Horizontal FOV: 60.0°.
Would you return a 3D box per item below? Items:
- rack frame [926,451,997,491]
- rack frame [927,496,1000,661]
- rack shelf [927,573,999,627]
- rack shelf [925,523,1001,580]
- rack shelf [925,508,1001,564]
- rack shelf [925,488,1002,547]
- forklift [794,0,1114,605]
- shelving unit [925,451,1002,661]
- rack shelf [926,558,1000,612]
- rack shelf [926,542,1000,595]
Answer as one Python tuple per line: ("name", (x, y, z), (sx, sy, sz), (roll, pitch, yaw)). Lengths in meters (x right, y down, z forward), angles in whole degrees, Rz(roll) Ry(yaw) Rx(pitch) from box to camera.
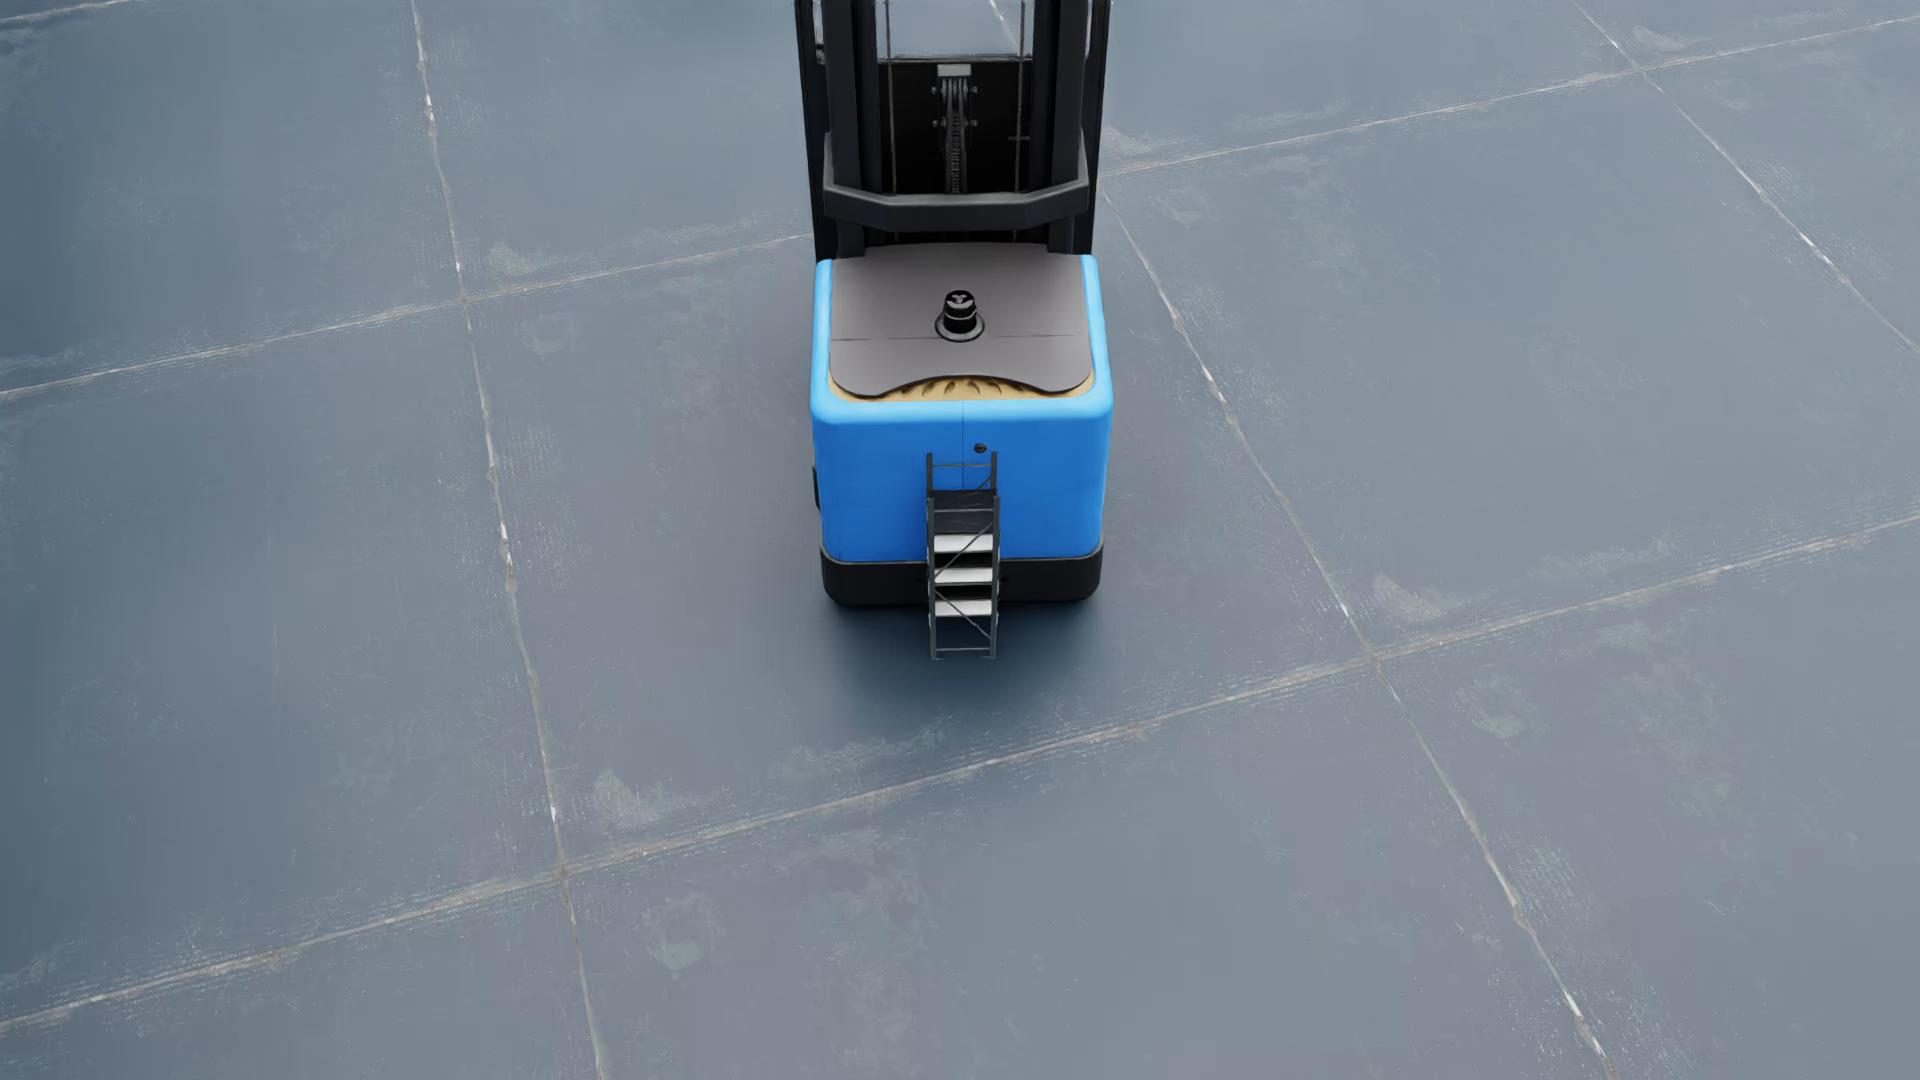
("rack frame", (0.006, -0.004, 5.954), (0.240, 0.900, 0.006), (-1, 50, -1))
("rack frame", (0.012, 0.152, 5.823), (0.240, 0.900, 0.006), (-1, 50, -1))
("rack shelf", (0.009, 0.211, 6.052), (0.258, 0.077, 0.200), (-1, 50, -1))
("rack shelf", (0.009, 0.037, 5.846), (0.258, 0.077, 0.200), (-1, 50, -1))
("rack shelf", (0.009, -0.021, 5.777), (0.258, 0.077, 0.200), (-1, 50, -1))
("rack shelf", (0.009, -0.079, 5.708), (0.258, 0.077, 0.200), (-1, 50, -1))
("forklift", (-0.033, -1.821, 6.158), (1.130, 2.935, 3.031), (-1, 50, -1))
("shelving unit", (0.009, 0.074, 5.889), (0.258, 0.900, 0.210), (-1, 50, -1))
("rack shelf", (0.009, 0.153, 5.983), (0.258, 0.077, 0.200), (-1, 50, -1))
("rack shelf", (0.009, 0.095, 5.914), (0.258, 0.077, 0.200), (-1, 50, -1))
